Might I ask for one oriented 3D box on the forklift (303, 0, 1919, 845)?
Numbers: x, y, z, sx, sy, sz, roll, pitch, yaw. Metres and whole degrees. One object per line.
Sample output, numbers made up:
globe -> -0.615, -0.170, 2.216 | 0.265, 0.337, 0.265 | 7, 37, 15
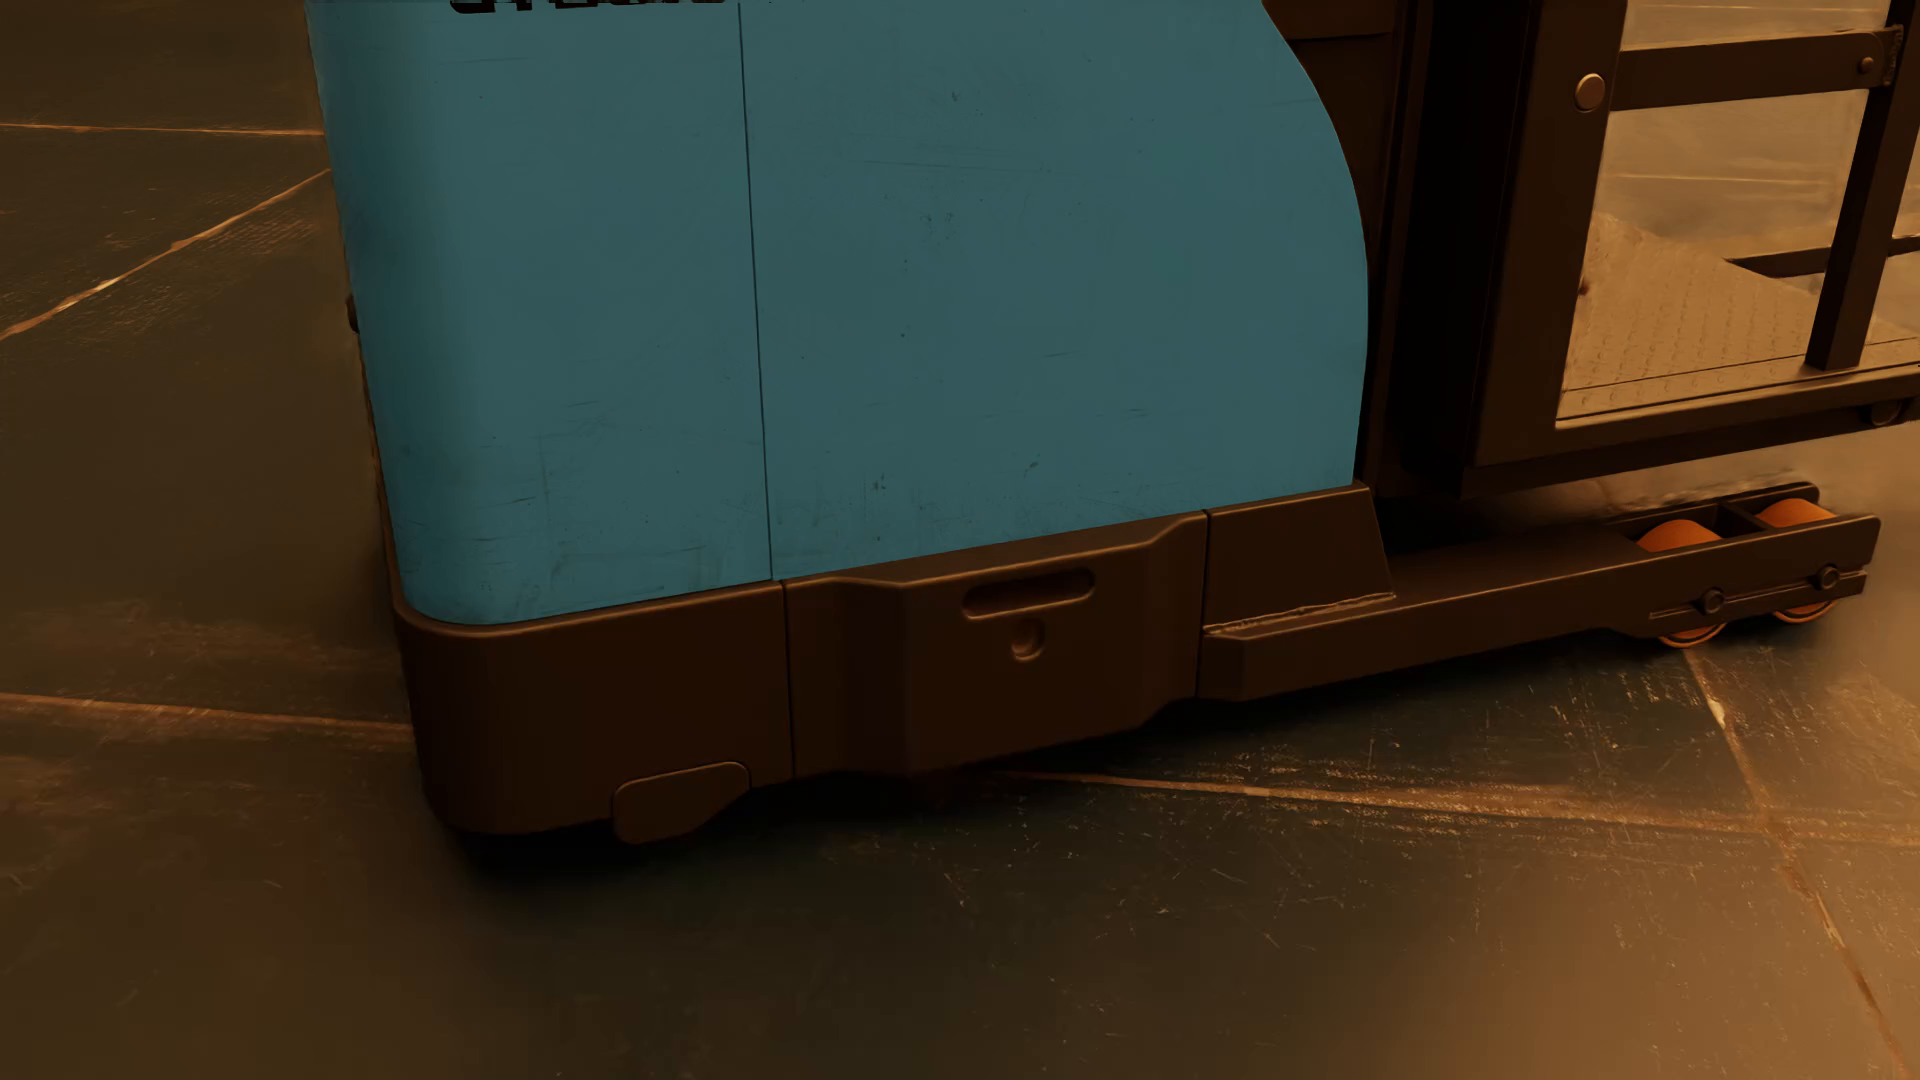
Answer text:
forklift -> 0.704, -1.380, 1.983 | 3.031, 2.935, 1.130 | -9, 28, -18
